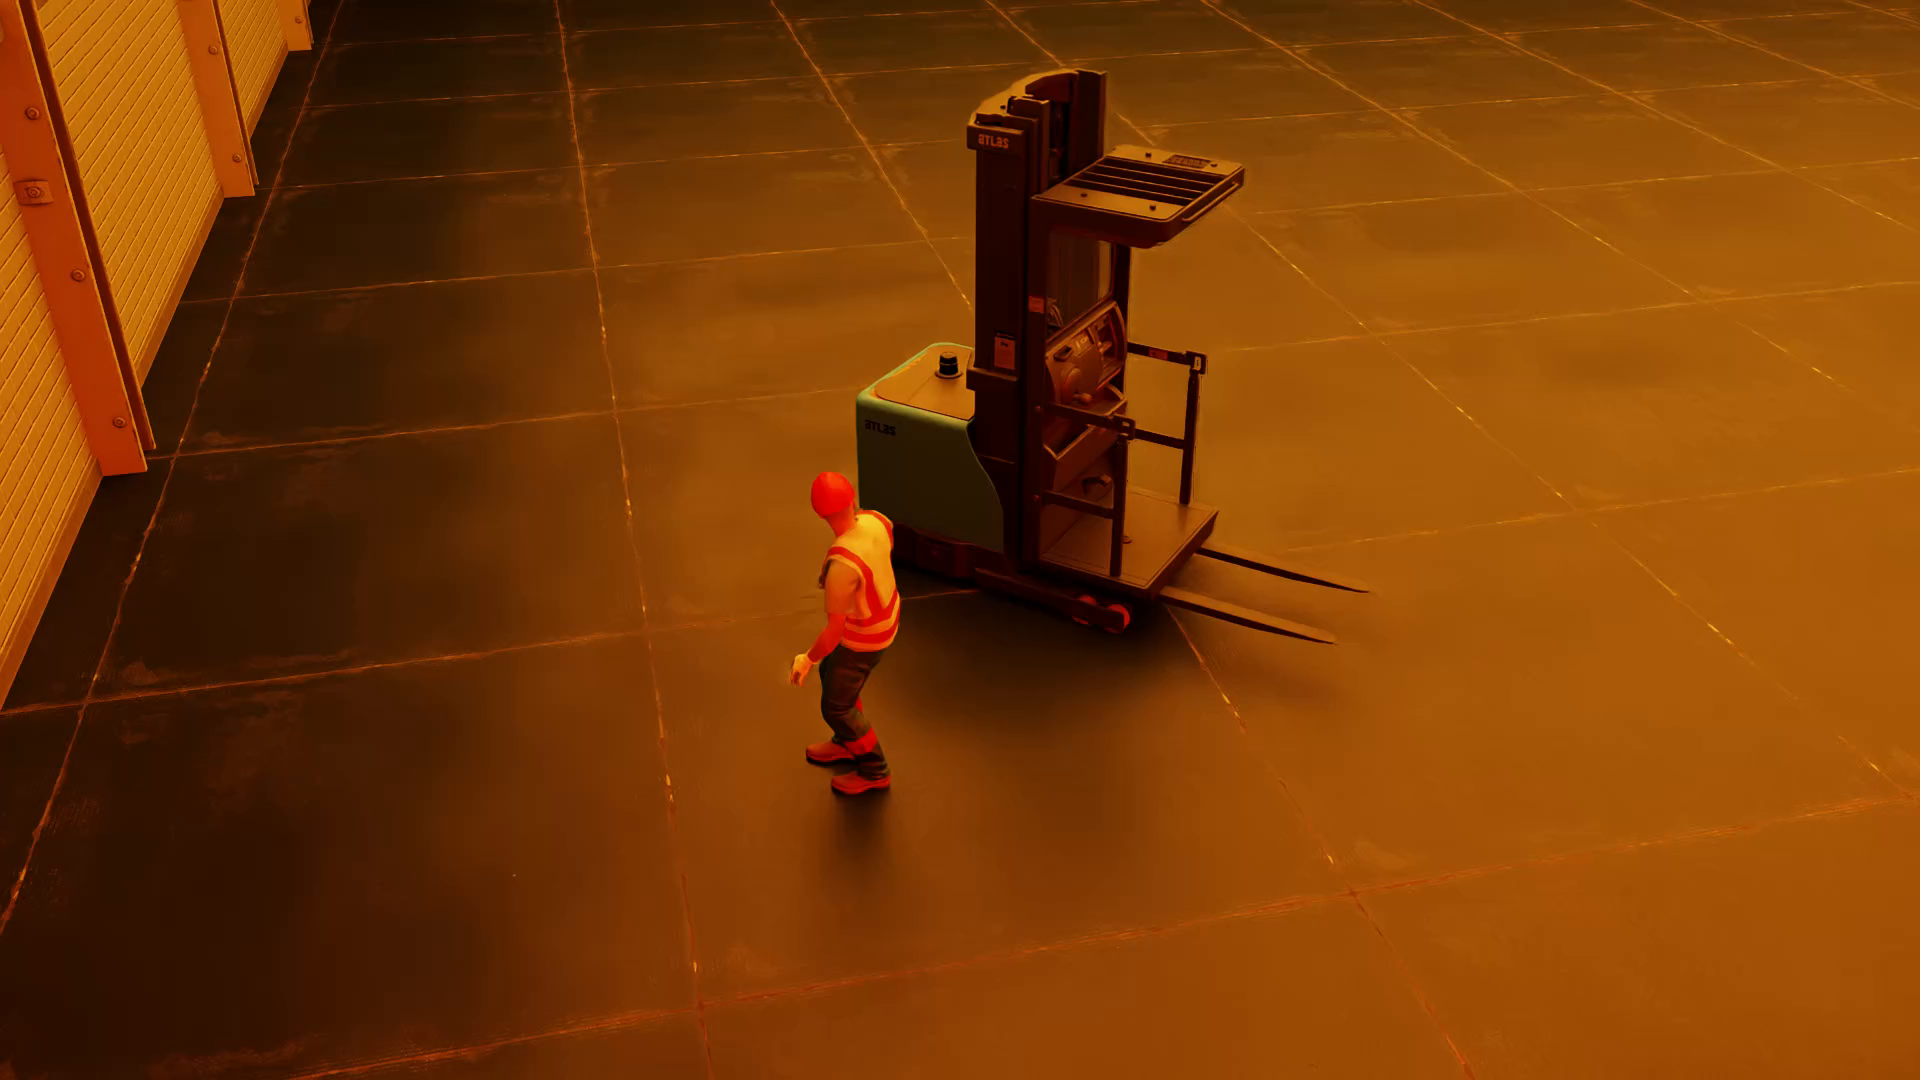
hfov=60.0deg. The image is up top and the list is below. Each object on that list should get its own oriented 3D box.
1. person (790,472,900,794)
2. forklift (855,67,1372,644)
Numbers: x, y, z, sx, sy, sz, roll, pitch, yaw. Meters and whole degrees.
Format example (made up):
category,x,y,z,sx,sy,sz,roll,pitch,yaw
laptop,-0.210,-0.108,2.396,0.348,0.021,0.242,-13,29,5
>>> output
category,x,y,z,sx,sy,sz,roll,pitch,yaw
person,-0.560,0.447,8.008,0.515,1.736,0.747,4,30,8
forklift,0.898,-1.036,9.365,3.031,2.935,1.130,16,34,26
